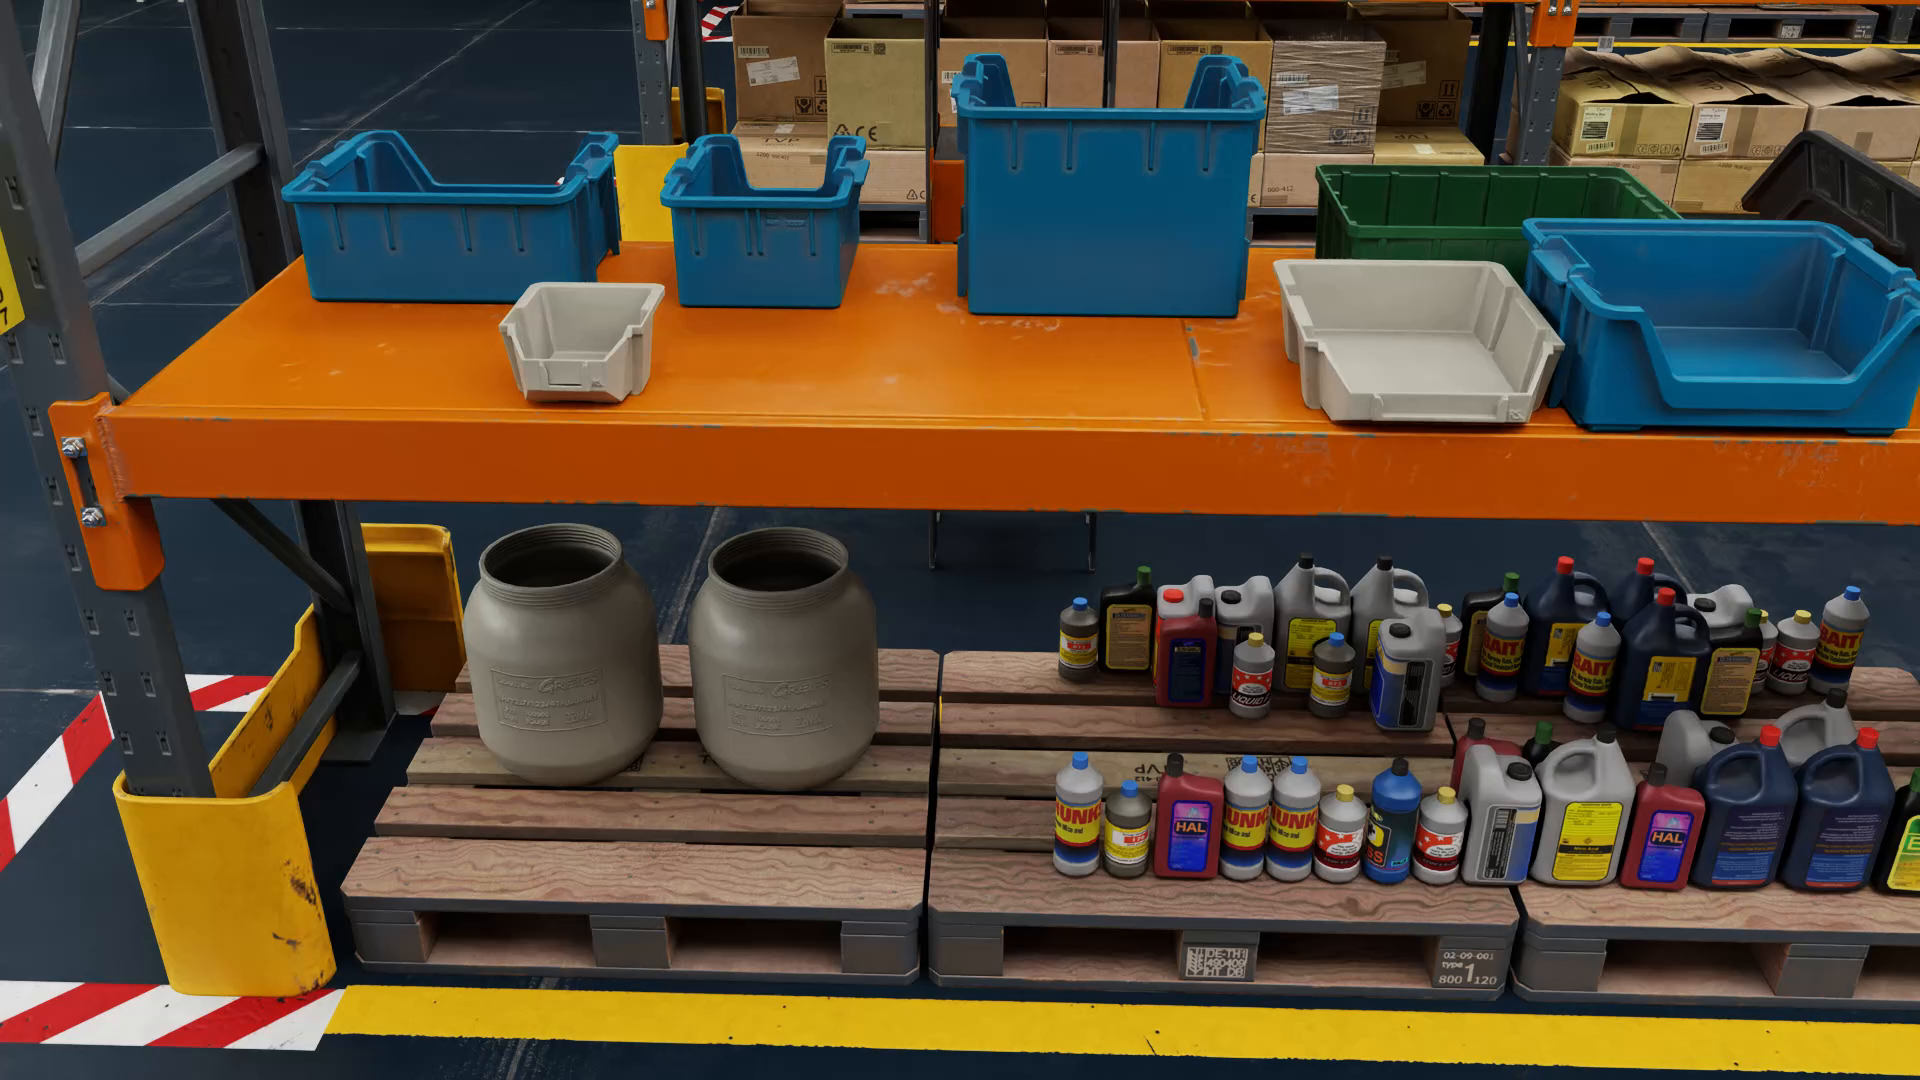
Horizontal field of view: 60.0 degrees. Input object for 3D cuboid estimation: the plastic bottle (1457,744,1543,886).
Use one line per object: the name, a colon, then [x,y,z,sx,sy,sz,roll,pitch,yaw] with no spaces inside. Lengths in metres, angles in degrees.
plastic bottle: [1.111,0.557,3.435,0.135,0.276,0.152,1,28,3]

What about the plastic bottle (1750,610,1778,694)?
plastic bottle: [1.935,0.265,4.065,0.097,0.201,0.097,0,28,0]

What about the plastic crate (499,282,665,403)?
plastic crate: [-0.673,-0.347,2.984,0.250,0.136,0.298,1,28,2]

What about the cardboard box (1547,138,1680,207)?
cardboard box: [3.014,-1.730,7.797,0.500,0.250,0.500,0,28,1]

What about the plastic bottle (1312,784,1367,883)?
plastic bottle: [0.786,0.598,3.438,0.097,0.201,0.097,0,28,0]

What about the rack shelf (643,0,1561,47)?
rack shelf: [0.621,-2.597,7.714,4.000,0.370,1.077,1,28,2]

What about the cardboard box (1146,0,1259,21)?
cardboard box: [1.168,-2.354,8.175,0.500,0.500,0.500,1,28,2]

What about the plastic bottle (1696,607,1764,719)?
plastic bottle: [1.811,0.290,3.932,0.133,0.283,0.061,1,28,2]

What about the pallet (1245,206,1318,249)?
pallet: [1.826,-1.682,8.198,1.213,0.211,1.003,1,28,2]

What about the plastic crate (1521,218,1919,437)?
plastic crate: [1.326,-0.389,2.939,0.616,0.251,0.499,1,28,2]

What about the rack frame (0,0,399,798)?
rack frame: [-1.556,-0.629,3.234,0.127,3.000,1.000,1,28,2]

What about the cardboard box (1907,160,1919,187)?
cardboard box: [4.551,-1.704,7.750,0.500,0.250,0.500,1,28,3]

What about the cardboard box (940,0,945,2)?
cardboard box: [0.051,-4.210,12.390,0.500,0.311,0.500,3,28,6]

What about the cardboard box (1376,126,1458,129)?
cardboard box: [2.167,-2.002,8.311,0.500,0.250,0.500,1,28,2]

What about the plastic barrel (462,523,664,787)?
plastic barrel: [-0.896,0.260,3.766,0.421,0.512,0.421,0,28,0]

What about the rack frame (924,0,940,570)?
rack frame: [-0.078,-0.929,4.761,0.015,2.100,0.400,1,28,2]

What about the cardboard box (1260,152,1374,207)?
cardboard box: [1.649,-1.770,7.875,0.500,0.250,0.500,1,28,2]

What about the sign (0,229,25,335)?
sign: [-1.580,-0.494,2.684,0.005,0.325,0.100,1,28,2]

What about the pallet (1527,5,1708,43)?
pallet: [4.791,-3.937,12.452,1.213,0.211,1.003,1,28,2]

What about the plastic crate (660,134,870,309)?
plastic crate: [-0.397,-0.682,3.492,0.408,0.251,0.499,1,28,2]

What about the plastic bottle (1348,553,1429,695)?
plastic bottle: [1.036,0.195,4.038,0.185,0.351,0.144,1,28,1]

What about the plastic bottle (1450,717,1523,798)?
plastic bottle: [1.114,0.504,3.527,0.133,0.283,0.061,1,28,2]

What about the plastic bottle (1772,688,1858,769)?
plastic bottle: [1.792,0.470,3.520,0.185,0.351,0.144,1,28,2]

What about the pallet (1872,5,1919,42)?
pallet: [7.574,-3.854,12.295,1.213,0.211,1.003,1,28,2]

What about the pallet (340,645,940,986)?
pallet: [-0.667,0.598,3.897,1.213,0.211,1.003,1,28,2]

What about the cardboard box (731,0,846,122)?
cardboard box: [-0.831,-2.380,8.224,0.500,0.500,0.500,1,28,2]

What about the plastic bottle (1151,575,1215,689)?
plastic bottle: [0.545,0.222,4.067,0.135,0.276,0.152,1,28,2]

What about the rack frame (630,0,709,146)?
rack frame: [-1.378,-2.948,7.608,0.127,3.000,1.000,1,28,2]

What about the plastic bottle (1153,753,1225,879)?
plastic bottle: [0.470,0.565,3.413,0.133,0.283,0.061,1,28,3]

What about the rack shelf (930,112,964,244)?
rack shelf: [0.165,-0.913,4.759,0.480,0.518,0.431,1,28,2]

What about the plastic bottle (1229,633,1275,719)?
plastic bottle: [0.698,0.316,3.969,0.097,0.201,0.097,0,28,0]

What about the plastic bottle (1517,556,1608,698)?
plastic bottle: [1.461,0.202,4.024,0.185,0.351,0.144,0,28,0]

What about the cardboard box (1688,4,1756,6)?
cardboard box: [5.556,-4.275,12.310,0.500,0.500,0.700,1,28,2]

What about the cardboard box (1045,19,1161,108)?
cardboard box: [0.649,-2.111,7.716,0.500,0.500,0.500,1,28,2]

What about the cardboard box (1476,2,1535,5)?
cardboard box: [4.045,-4.301,12.360,0.500,0.500,0.700,0,28,1]

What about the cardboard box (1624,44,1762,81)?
cardboard box: [3.555,-2.222,8.127,0.500,0.311,0.500,2,28,3]

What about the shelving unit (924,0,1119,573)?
shelving unit: [0.165,-0.925,4.753,0.503,2.100,0.431,1,28,2]

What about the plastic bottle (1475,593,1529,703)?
plastic bottle: [1.312,0.252,4.015,0.097,0.271,0.097,0,28,0]

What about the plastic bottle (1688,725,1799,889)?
plastic bottle: [1.596,0.534,3.399,0.185,0.351,0.144,0,28,-1]

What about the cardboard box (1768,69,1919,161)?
cardboard box: [4.041,-1.958,7.629,0.500,0.311,0.500,0,28,0]

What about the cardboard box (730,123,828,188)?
cardboard box: [-0.850,-1.805,7.940,0.500,0.250,0.500,1,28,2]
